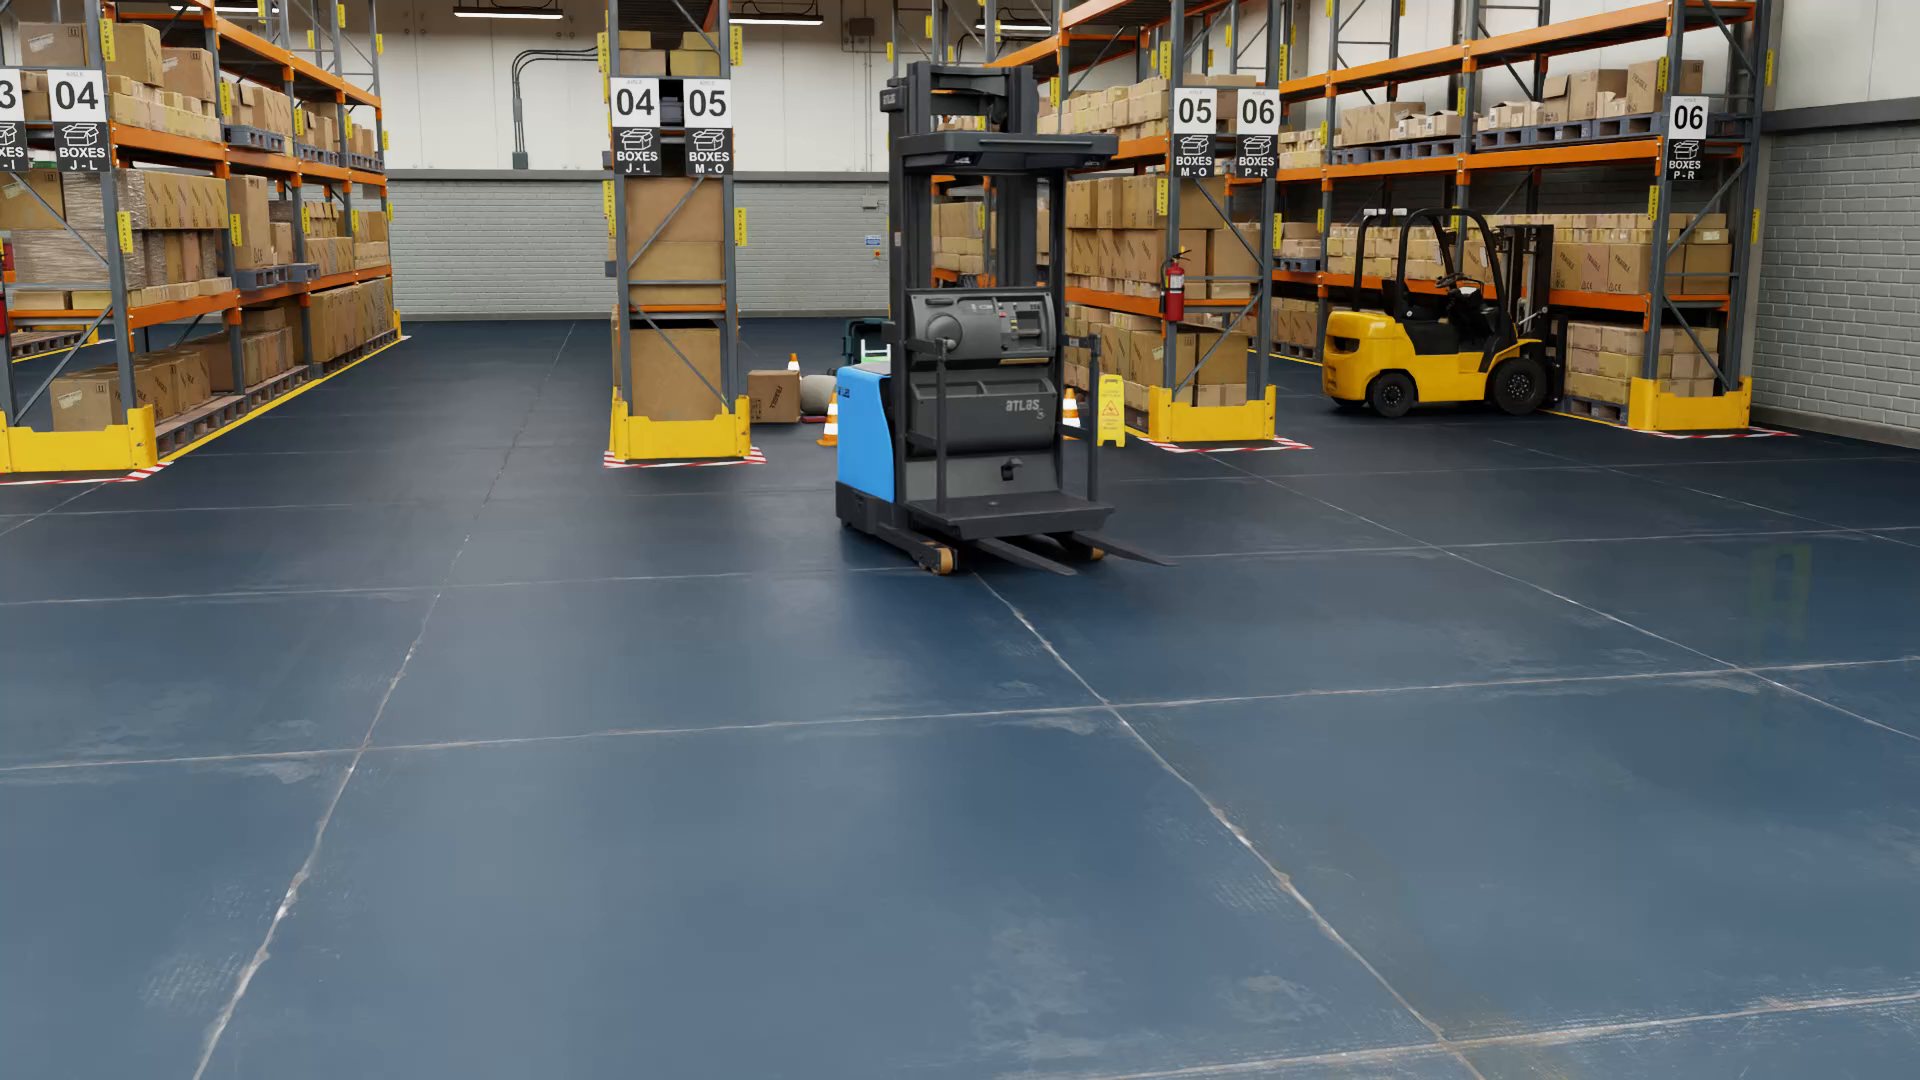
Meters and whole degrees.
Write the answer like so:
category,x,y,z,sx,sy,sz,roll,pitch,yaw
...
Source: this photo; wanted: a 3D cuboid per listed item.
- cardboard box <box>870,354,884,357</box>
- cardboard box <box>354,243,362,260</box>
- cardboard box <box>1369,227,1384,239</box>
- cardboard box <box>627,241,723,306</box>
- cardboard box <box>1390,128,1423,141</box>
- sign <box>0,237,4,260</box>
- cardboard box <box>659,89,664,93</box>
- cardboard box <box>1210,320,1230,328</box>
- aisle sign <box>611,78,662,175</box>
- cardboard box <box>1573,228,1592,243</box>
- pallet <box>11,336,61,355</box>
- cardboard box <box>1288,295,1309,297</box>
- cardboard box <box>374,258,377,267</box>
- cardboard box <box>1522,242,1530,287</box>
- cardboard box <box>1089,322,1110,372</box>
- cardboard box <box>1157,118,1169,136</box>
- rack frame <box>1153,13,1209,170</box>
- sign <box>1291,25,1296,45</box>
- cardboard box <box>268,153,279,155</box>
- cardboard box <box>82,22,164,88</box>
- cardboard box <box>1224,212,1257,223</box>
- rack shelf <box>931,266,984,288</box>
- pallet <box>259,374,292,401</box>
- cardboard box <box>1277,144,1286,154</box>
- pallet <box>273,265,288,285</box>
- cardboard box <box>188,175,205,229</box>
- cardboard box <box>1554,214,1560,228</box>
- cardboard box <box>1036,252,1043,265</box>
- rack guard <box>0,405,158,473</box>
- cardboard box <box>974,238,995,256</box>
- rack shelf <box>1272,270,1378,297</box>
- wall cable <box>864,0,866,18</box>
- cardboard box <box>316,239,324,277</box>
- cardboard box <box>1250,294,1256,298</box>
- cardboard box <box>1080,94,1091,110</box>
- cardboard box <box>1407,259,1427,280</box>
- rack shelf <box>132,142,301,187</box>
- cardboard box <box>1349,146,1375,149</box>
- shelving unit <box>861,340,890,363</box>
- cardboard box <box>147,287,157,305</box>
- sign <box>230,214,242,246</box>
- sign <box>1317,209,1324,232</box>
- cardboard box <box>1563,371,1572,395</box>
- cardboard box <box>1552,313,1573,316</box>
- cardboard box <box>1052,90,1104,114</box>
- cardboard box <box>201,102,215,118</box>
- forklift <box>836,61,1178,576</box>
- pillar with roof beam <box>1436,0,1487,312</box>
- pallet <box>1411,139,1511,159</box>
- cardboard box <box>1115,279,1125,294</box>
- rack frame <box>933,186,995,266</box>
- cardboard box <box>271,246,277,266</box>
category,x,y,z,sx,sy,sz,roll,pitch,yaw
cardboard box,-0.621,-1.663,17.723,0.797,0.637,0.503,-2,11,-11
cardboard box,-9.495,-4.430,25.553,0.500,0.250,0.500,-2,11,-12
cardboard box,5.741,-4.132,22.380,0.380,0.149,0.250,-2,11,-10
cardboard box,-2.558,-2.363,14.686,0.875,0.550,0.550,-2,11,-11
cardboard box,5.823,-5.274,21.640,0.380,0.149,0.250,-2,11,-12
sign,-13.979,-4.237,24.195,0.100,0.325,0.005,-2,11,-11
cardboard box,-3.004,-4.287,15.393,0.500,0.250,0.500,-2,11,-11
cardboard box,4.532,-3.700,28.618,0.380,0.149,0.250,-2,11,-13
aisle sign,-2.722,-3.476,13.982,0.394,0.787,0.004,-2,11,-11
cardboard box,6.716,-3.212,17.549,0.380,0.149,0.250,-2,11,-13
pallet,-14.940,-3.069,26.258,1.003,0.211,1.213,-2,11,-11
cardboard box,5.472,-3.852,26.741,0.380,0.149,0.250,-2,11,-9
cardboard box,-9.749,-4.538,27.189,0.380,0.149,0.250,-2,11,-10
cardboard box,6.532,-3.106,18.727,0.500,0.500,0.500,-2,11,-12
cardboard box,1.681,-2.068,17.763,0.500,0.500,0.500,-2,11,-8
cardboard box,2.051,-3.826,15.428,0.380,0.149,0.250,-2,11,-11
rack frame,4.151,-8.484,31.203,1.000,3.000,0.127,-2,11,-11
sign,5.472,-8.308,27.358,0.100,0.325,0.005,-2,11,-11
cardboard box,-8.345,-4.667,19.572,0.500,0.250,0.500,-2,11,-9
cardboard box,-7.350,-4.257,14.619,0.500,0.500,0.500,-2,11,-11
cardboard box,4.900,-5.527,29.311,0.500,0.500,0.500,-2,11,-13
rack shelf,0.449,-3.902,25.098,1.077,0.370,4.000,-2,11,-11
pallet,-8.498,-1.791,19.544,1.003,0.211,1.213,-2,11,-11
cardboard box,4.921,-6.058,25.764,0.380,0.149,0.250,-2,11,-10
pallet,-8.457,-3.072,19.328,1.003,0.211,1.213,-2,11,-11
cardboard box,-7.552,-3.225,15.880,0.500,0.500,0.500,-2,11,-11
cardboard box,6.682,-3.455,18.030,0.380,0.149,0.250,-2,11,-10
cardboard box,1.126,-3.417,20.175,0.380,0.149,0.250,-2,11,-12
rack guard,-7.341,-0.847,13.808,1.175,0.500,0.348,-2,11,-11
cardboard box,0.495,-4.140,23.489,0.500,0.250,0.500,-2,11,-11
rack shelf,5.318,-4.083,26.050,1.077,0.370,4.000,-2,11,-11
wall cable,-3.127,-12.539,34.859,2.355,3.000,0.029,-2,11,-11
cardboard box,-8.812,-3.771,22.217,0.500,0.500,0.500,-2,11,-13
cardboard box,4.928,-3.930,27.150,0.380,0.149,0.250,-3,11,-14
cardboard box,1.504,-4.682,17.792,0.380,0.149,0.250,-2,11,-11
cardboard box,6.027,-3.437,21.134,0.500,0.250,0.500,-2,11,-11
rack shelf,-8.493,-4.281,19.069,1.077,0.370,4.000,-2,11,-11
cardboard box,5.870,-5.741,24.149,0.380,0.149,0.250,-2,11,-10
shelving unit,-0.480,-0.778,11.577,0.258,1.200,0.503,-5,12,-24
cardboard box,-7.281,-2.136,14.570,0.380,0.149,0.250,-2,11,-11
sign,-7.574,-3.241,17.385,0.100,0.325,0.005,-2,11,-11
sign,5.176,-4.578,23.842,0.100,0.325,0.005,-2,11,-11
cardboard box,6.685,-1.716,17.921,0.500,0.250,0.500,-2,11,-10
cardboard box,6.883,-2.507,19.402,0.500,0.250,0.500,-2,11,-12
cardboard box,1.379,-5.108,19.430,0.500,0.250,0.500,-2,11,-10
cardboard box,-7.758,-4.341,16.794,0.380,0.149,0.250,-2,11,-9
forklift,0.234,-1.325,9.820,1.130,2.935,3.031,-5,12,-24
pillar with roof beam,2.622,-6.654,21.588,9.100,9.000,0.400,-2,11,-11
pallet,6.300,-4.877,20.786,0.805,0.209,1.217,-3,11,-13
cardboard box,1.794,-2.591,16.956,0.380,0.149,0.250,-2,11,-12
rack frame,0.061,-4.622,26.958,1.000,3.000,0.127,-2,11,-11
cardboard box,-8.293,-3.372,19.628,0.396,0.266,0.258,-2,11,-13
